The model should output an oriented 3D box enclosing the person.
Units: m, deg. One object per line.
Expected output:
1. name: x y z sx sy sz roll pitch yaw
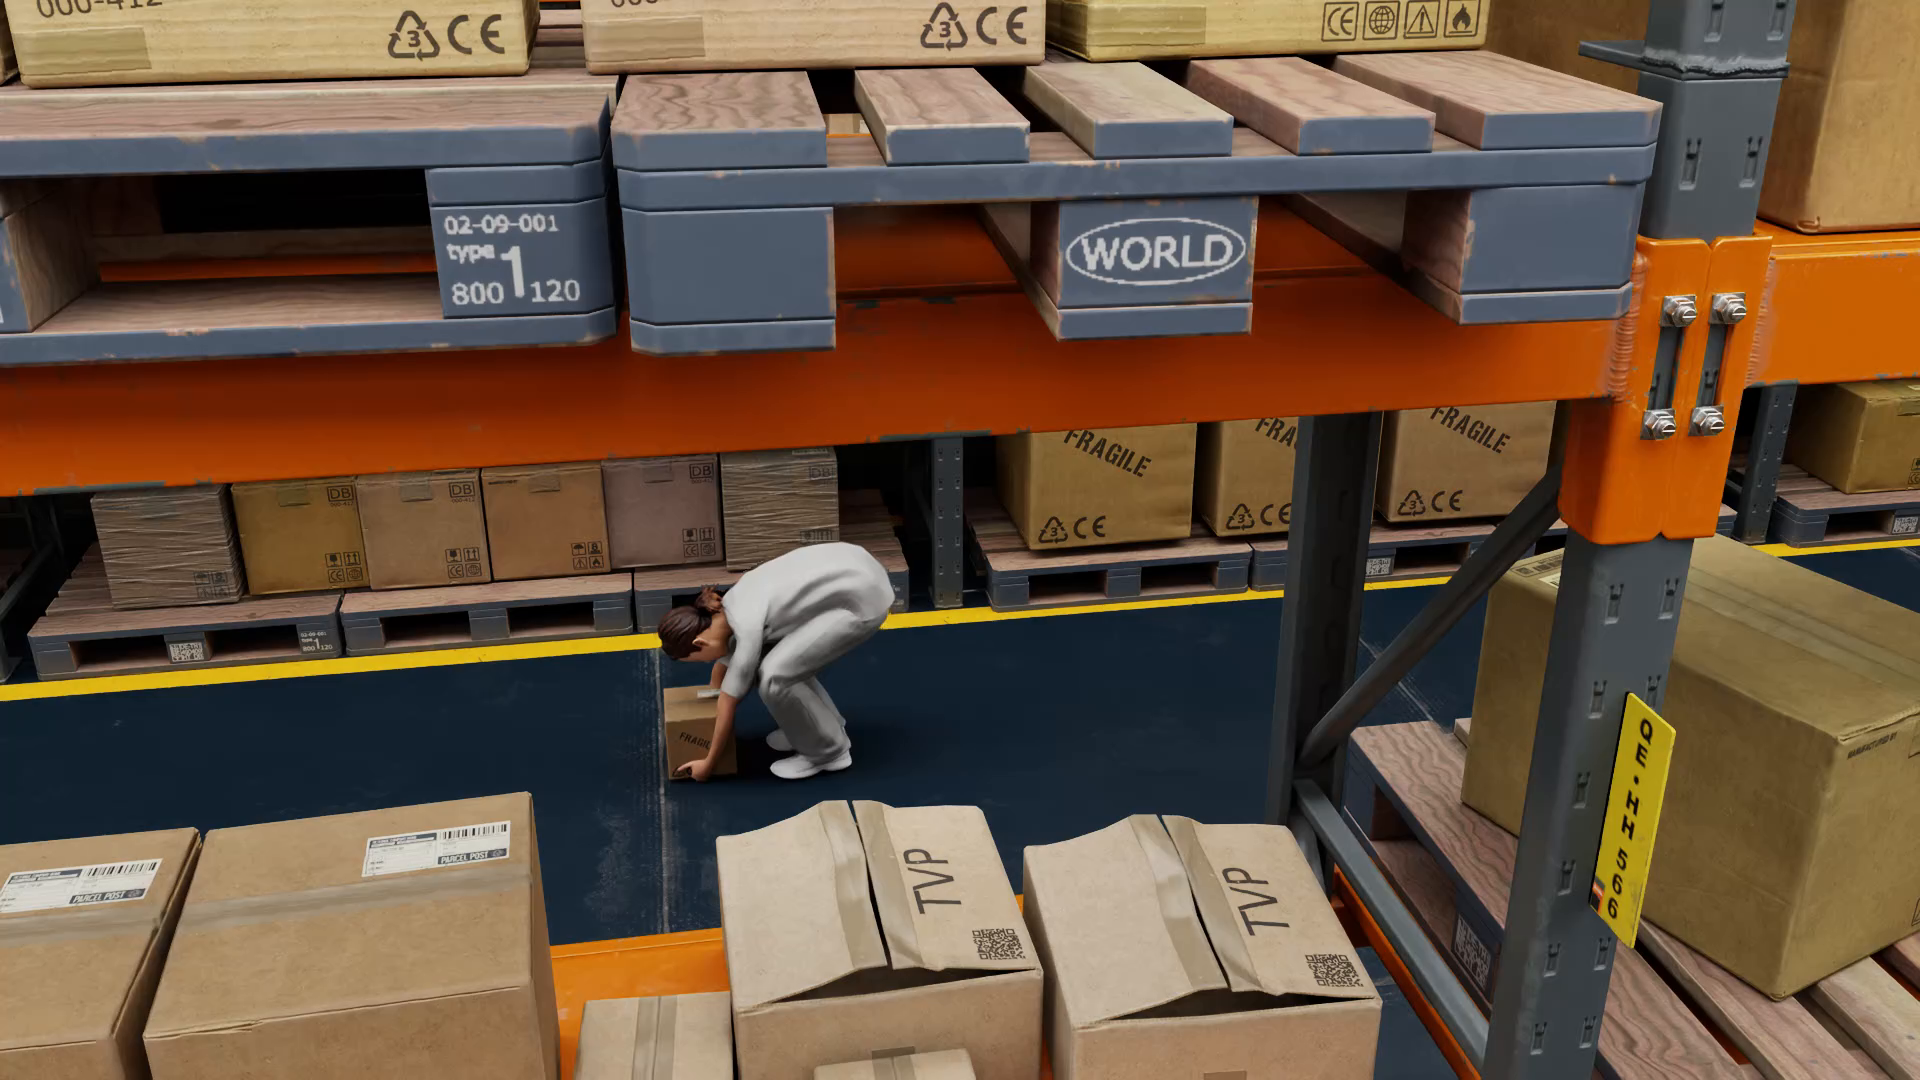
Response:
1. person: -0.665 0.476 6.120 0.853 0.788 0.457 -5 24 -12
